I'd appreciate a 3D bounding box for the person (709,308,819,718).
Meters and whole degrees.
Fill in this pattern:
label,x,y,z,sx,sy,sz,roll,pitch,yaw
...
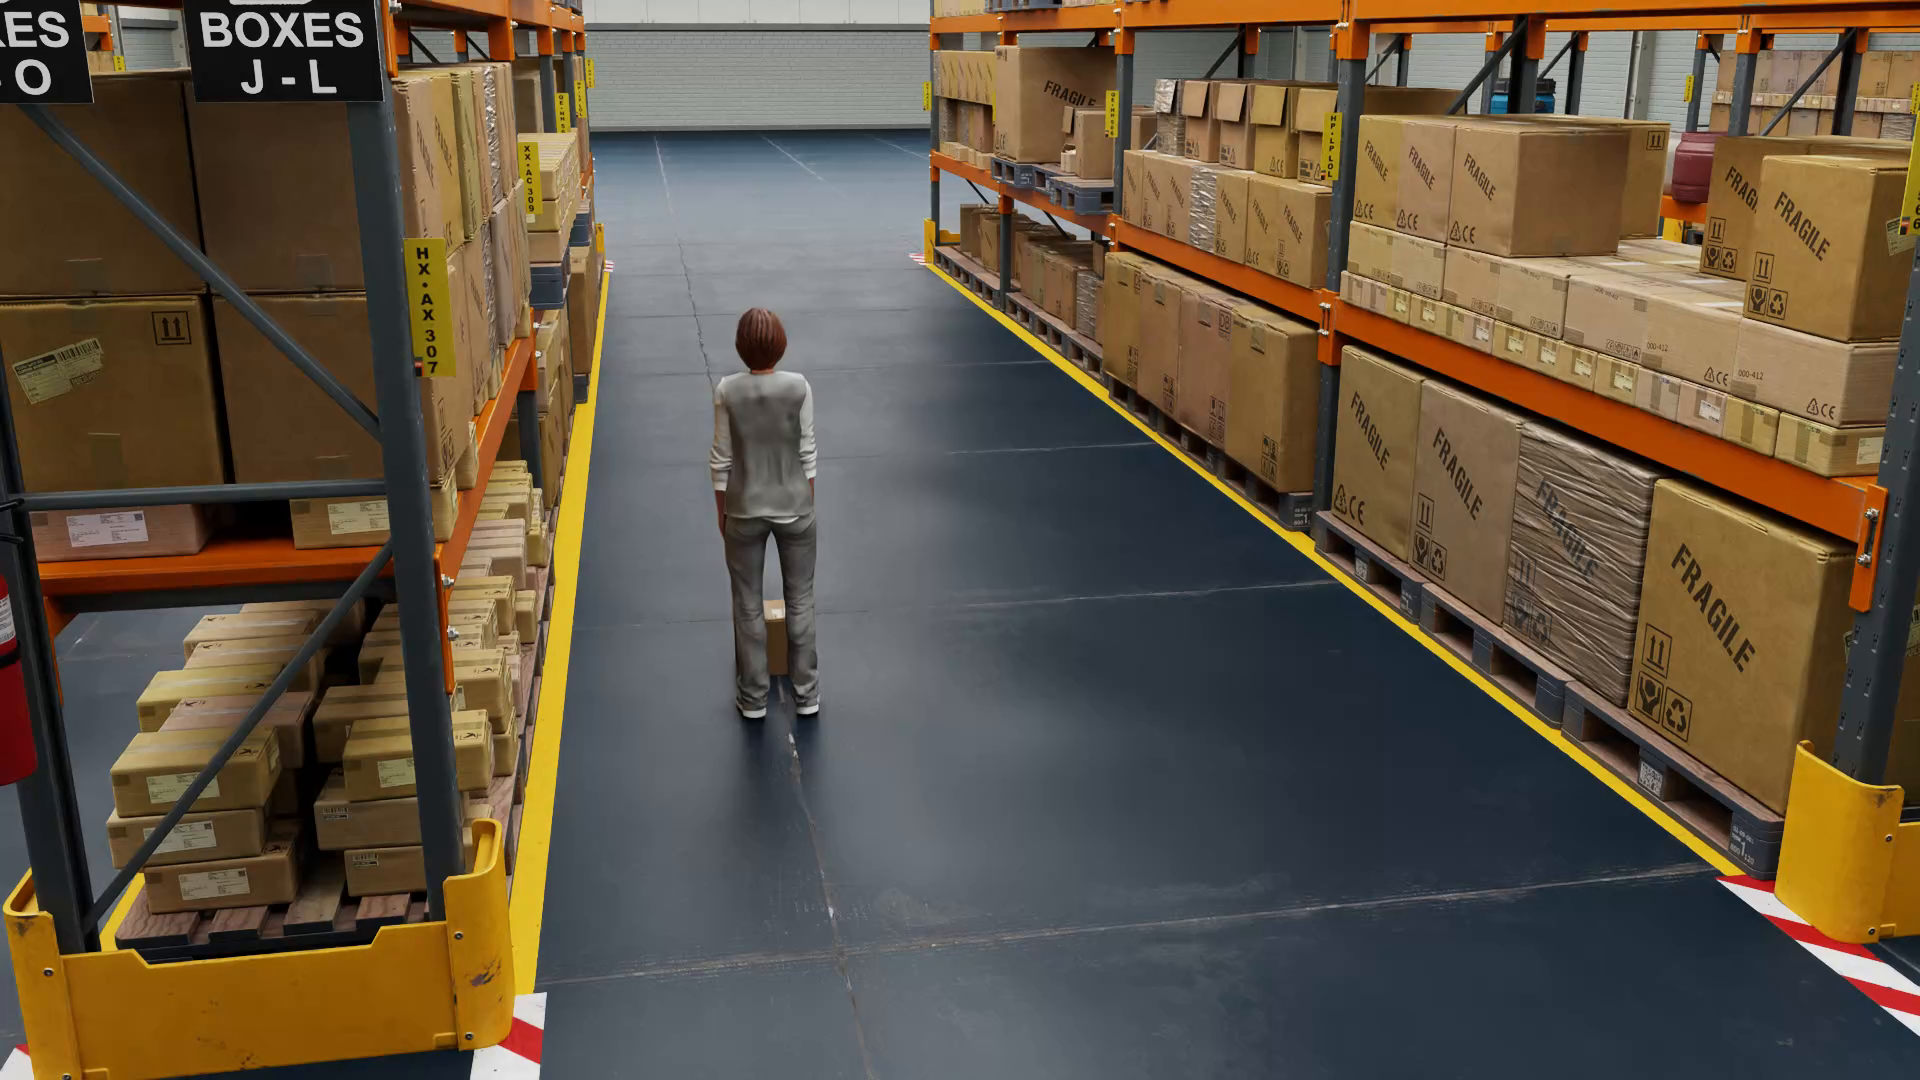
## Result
label,x,y,z,sx,sy,sz,roll,pitch,yaw
person,-0.747,-0.091,6.372,0.406,1.593,0.306,-3,17,-9
